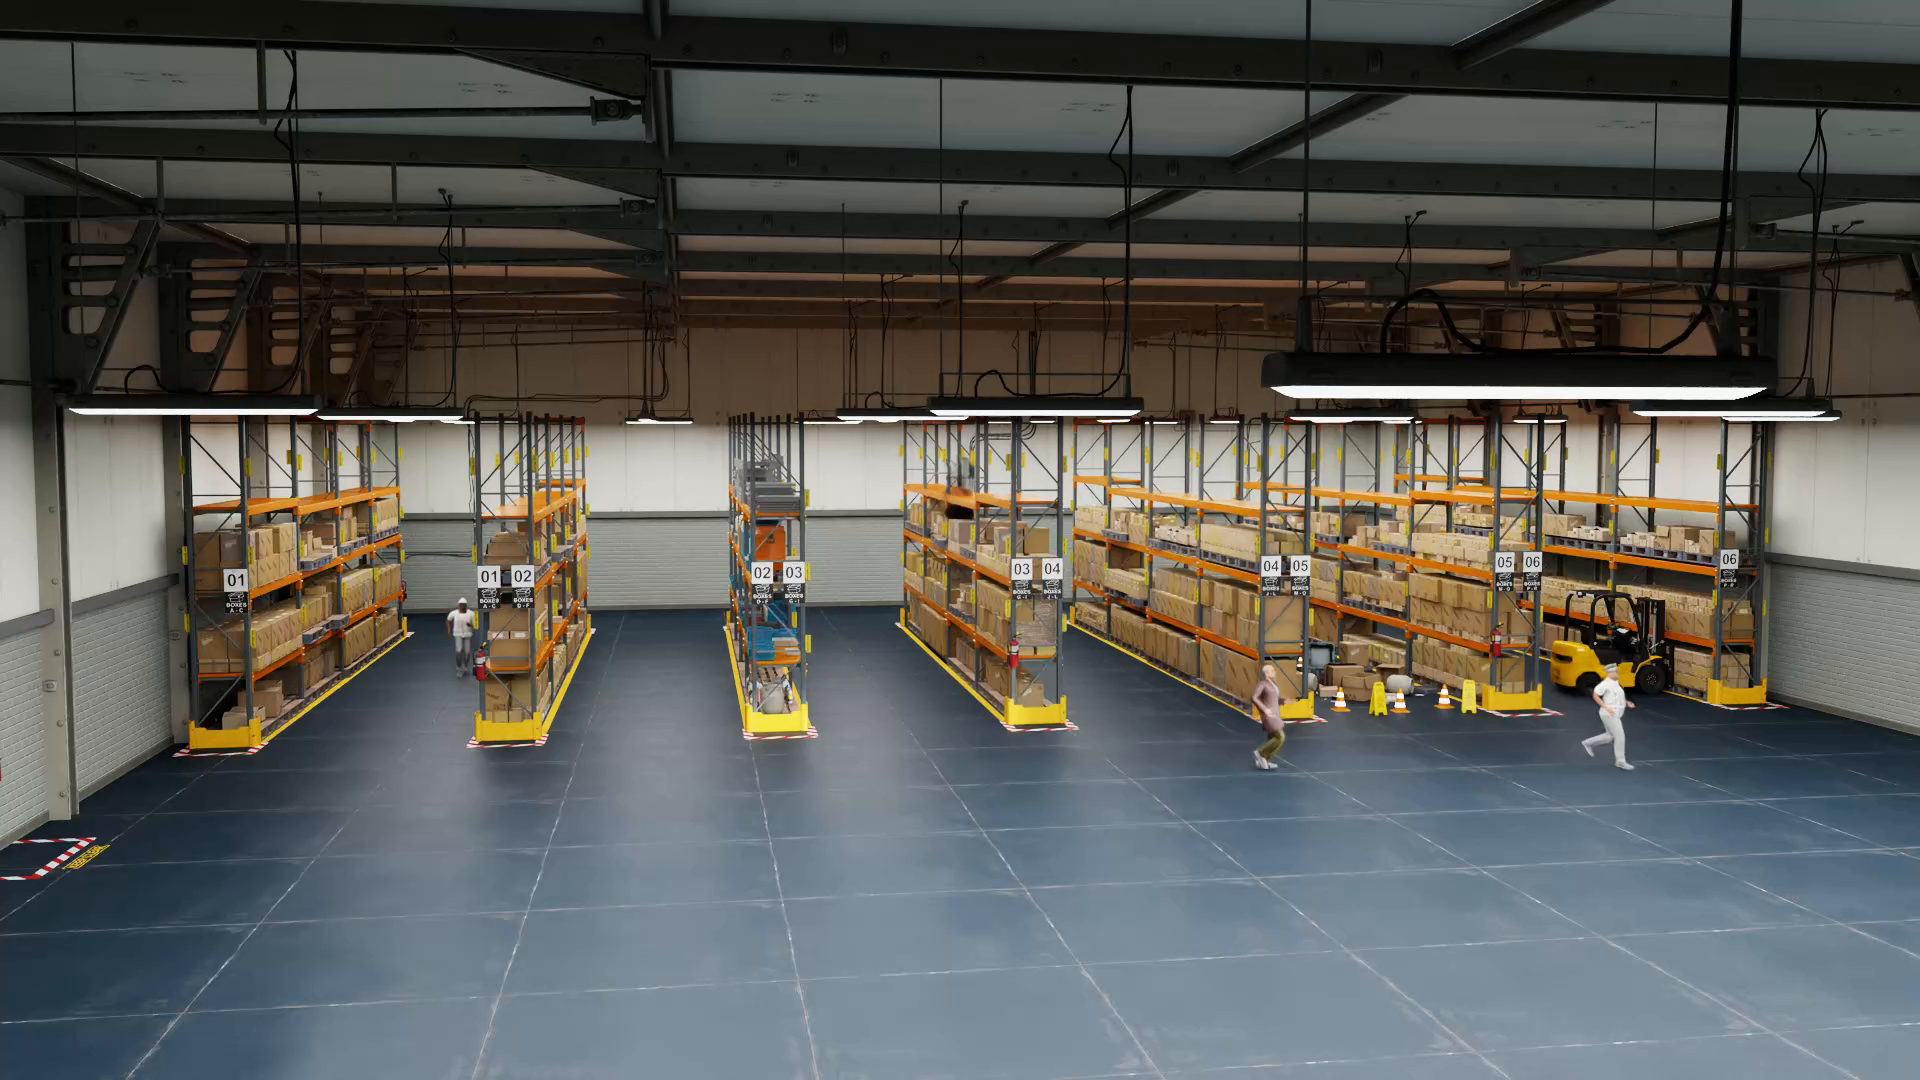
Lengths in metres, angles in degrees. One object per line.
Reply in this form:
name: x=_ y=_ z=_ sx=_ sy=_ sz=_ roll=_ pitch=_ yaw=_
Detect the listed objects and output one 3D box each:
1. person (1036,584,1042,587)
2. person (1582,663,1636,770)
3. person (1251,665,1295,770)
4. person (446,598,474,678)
person: x=2.380 y=1.634 z=48.597 sx=0.565 sy=1.582 sz=0.777 roll=2 pitch=4 yaw=25
person: x=10.934 y=2.948 z=28.017 sx=0.903 sy=1.785 sz=0.663 roll=3 pitch=5 yaw=34
person: x=5.233 y=2.960 z=27.709 sx=0.642 sy=1.745 sz=0.695 roll=2 pitch=4 yaw=26
person: x=-11.426 y=2.243 z=38.212 sx=0.666 sy=1.828 sz=0.766 roll=-2 pitch=4 yaw=-22
